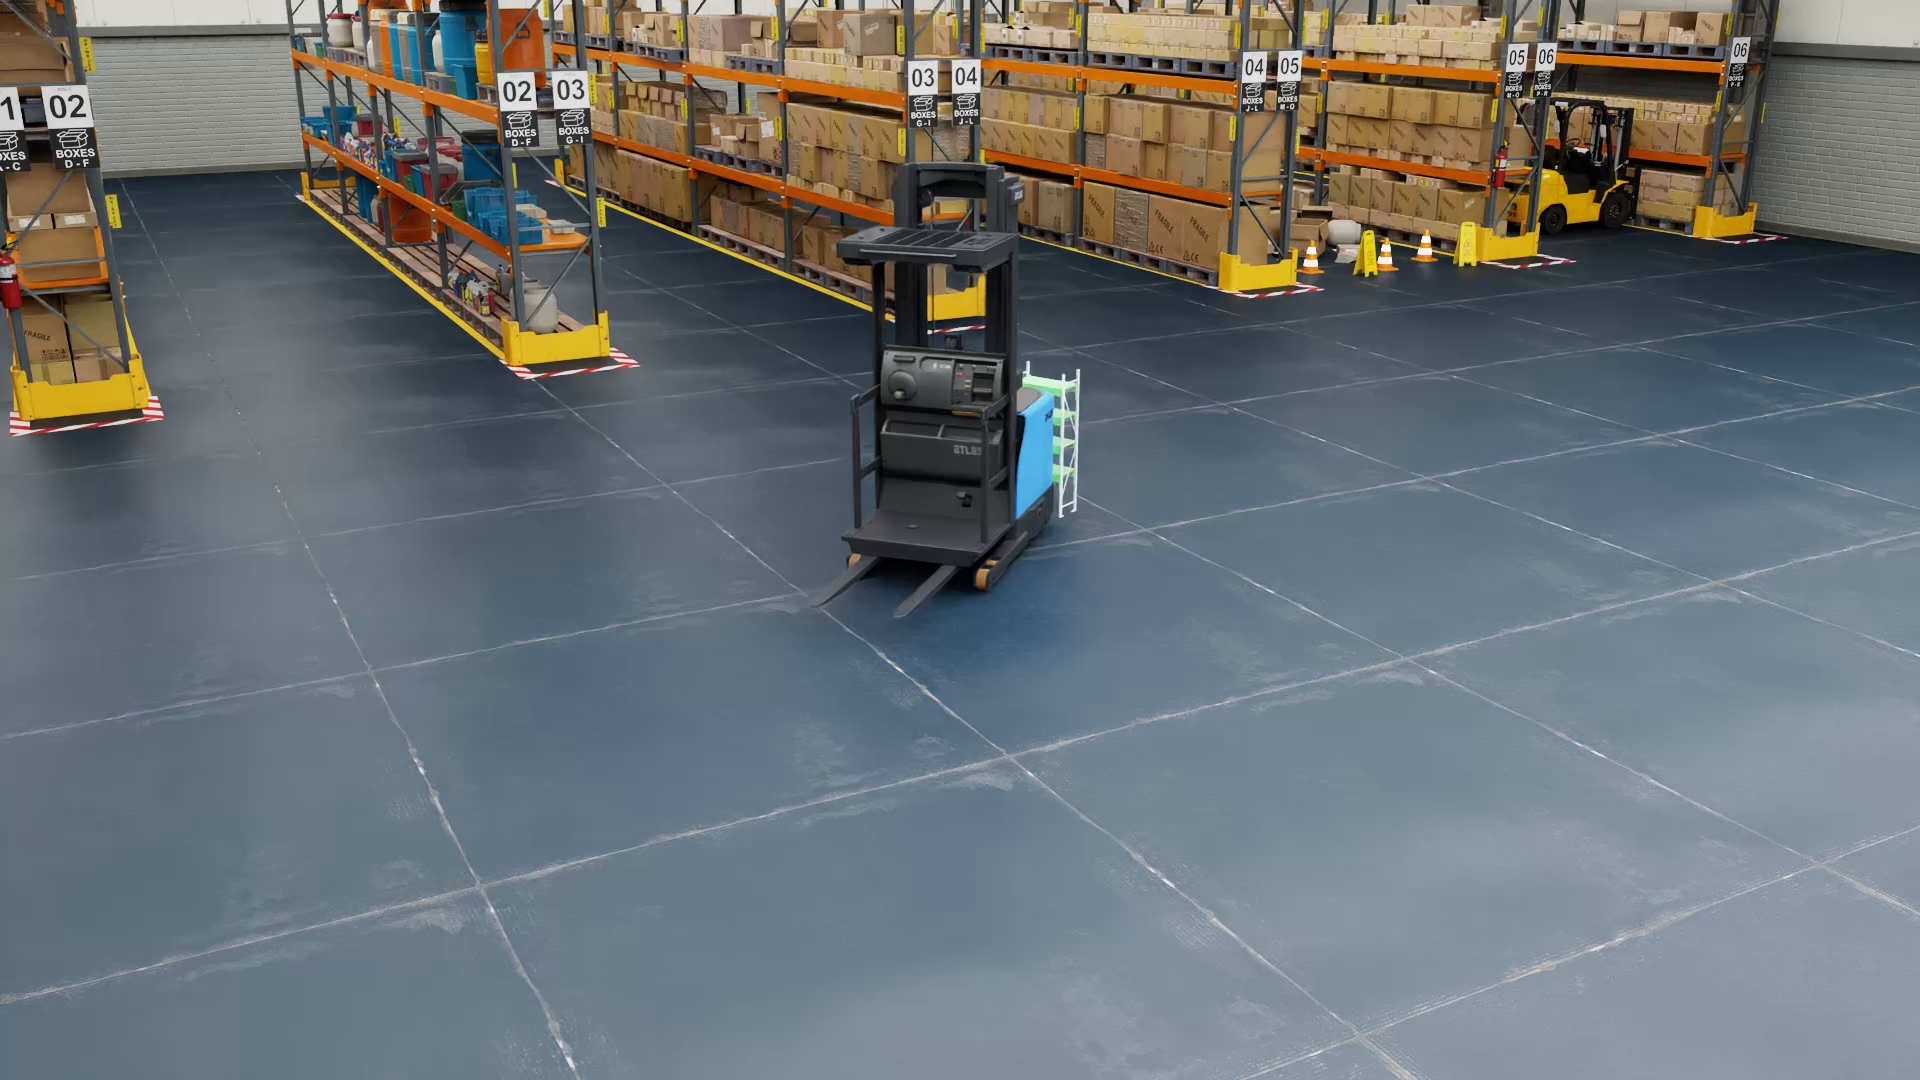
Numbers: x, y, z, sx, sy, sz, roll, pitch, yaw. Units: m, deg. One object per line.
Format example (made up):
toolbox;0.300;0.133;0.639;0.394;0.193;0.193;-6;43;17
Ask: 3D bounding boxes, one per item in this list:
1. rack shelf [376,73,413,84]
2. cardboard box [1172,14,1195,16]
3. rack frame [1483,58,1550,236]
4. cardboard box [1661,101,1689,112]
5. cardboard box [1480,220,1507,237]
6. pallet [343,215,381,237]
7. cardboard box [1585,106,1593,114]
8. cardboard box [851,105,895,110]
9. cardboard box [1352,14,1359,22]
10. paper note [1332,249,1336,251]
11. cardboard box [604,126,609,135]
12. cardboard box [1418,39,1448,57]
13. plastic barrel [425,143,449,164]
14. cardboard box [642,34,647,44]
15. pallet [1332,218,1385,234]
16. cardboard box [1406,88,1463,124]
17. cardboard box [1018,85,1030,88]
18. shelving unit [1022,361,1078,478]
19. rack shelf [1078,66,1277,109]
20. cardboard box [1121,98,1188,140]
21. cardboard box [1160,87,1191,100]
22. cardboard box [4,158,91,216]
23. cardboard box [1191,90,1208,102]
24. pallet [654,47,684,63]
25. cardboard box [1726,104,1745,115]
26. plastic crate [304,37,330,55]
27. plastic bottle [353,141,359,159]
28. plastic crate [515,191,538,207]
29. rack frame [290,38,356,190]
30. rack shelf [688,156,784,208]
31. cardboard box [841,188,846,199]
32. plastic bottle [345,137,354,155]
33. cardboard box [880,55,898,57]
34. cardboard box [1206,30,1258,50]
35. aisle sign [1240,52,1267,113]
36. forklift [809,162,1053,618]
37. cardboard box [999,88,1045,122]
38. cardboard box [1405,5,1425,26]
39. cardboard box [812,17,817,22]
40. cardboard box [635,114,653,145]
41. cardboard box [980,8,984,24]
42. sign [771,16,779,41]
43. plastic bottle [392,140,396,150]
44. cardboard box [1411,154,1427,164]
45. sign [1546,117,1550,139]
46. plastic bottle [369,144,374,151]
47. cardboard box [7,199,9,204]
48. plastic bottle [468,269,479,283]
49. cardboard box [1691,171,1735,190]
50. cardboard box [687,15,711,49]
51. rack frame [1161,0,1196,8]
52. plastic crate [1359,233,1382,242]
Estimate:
rack shelf;-7.424;-6.406;23.302;0.919;0.124;3.809;-10;21;-27
cardboard box;3.351;-7.672;24.533;0.380;0.149;0.250;-10;22;-27
rack frame;8.506;-5.815;25.386;1.000;3.000;0.127;-10;21;-27
cardboard box;12.172;-7.370;28.287;0.380;0.149;0.250;-10;21;-26
cardboard box;8.366;-4.989;26.561;0.500;0.250;0.500;-10;21;-27
pallet;-9.943;-5.412;28.492;1.003;0.211;1.213;-10;21;-27
cardboard box;11.341;-7.653;29.563;0.380;0.149;0.250;-10;22;-27
cardboard box;-1.184;-5.716;22.955;0.500;0.500;0.500;-10;21;-27
cardboard box;8.364;-10.851;34.543;0.380;0.149;0.250;-10;22;-28
paper note;6.034;-4.637;26.539;0.148;0.019;0.142;-3;19;-8
cardboard box;-6.470;-7.717;31.283;0.380;0.149;0.250;-10;21;-26
cardboard box;7.537;-7.701;26.026;0.500;0.250;0.500;-9;21;-25
plastic barrel;-7.697;-5.600;24.591;0.421;0.512;0.421;0;19;0
cardboard box;-5.339;-8.772;29.098;0.380;0.149;0.250;-11;22;-29
pallet;6.956;-5.458;28.626;1.003;0.211;1.213;-10;21;-27
cardboard box;7.505;-6.866;26.288;0.700;0.500;0.500;-10;22;-27
cardboard box;1.626;-9.843;36.904;0.500;0.500;0.500;-9;21;-25
shelving unit;0.689;-0.832;13.701;0.492;1.200;0.258;13;23;34
rack shelf;3.248;-6.672;24.372;1.077;0.370;4.000;-10;21;-27
cardboard box;2.942;-6.322;24.968;0.875;0.550;0.550;-10;21;-27
cardboard box;4.231;-8.740;32.175;0.500;0.500;0.500;-11;22;-28
cardboard box;-9.171;-3.559;16.704;0.700;0.500;0.500;-10;21;-26
cardboard box;4.717;-8.333;31.430;0.500;0.500;0.500;-11;22;-28
pallet;-4.367;-8.082;27.646;1.213;0.211;1.003;-9;21;-24
cardboard box;12.901;-7.209;27.822;0.380;0.149;0.250;-10;22;-28
plastic crate;-11.391;-8.784;29.573;0.437;0.282;0.530;-10;21;-27
plastic bottle;-9.838;-6.375;27.198;0.152;0.276;0.135;-10;21;-27
plastic crate;-5.709;-4.316;21.267;0.499;0.251;0.616;-10;21;-27
rack frame;-12.172;-8.106;32.025;1.000;3.000;0.127;-10;21;-27
rack shelf;-3.065;-5.663;26.046;1.077;0.370;4.000;-10;21;-27
cardboard box;-1.395;-4.708;22.563;0.380;0.149;0.250;-10;21;-27
plastic bottle;-10.215;-6.602;27.857;0.152;0.276;0.135;-10;21;-27
cardboard box;-1.017;-6.160;21.406;0.380;0.149;0.250;-10;21;-26
cardboard box;3.719;-6.850;22.764;0.500;0.250;0.500;-10;21;-26
aisle sign;3.967;-6.182;22.462;0.394;0.787;0.004;-10;21;-27
forklift;-0.206;-1.165;12.015;1.121;2.935;3.031;7;20;18
cardboard box;1.090;-7.414;28.332;0.700;0.500;0.500;-10;22;-27
cardboard box;9.203;-10.347;32.970;0.500;0.500;0.500;-10;21;-26
cardboard box;-2.701;-10.588;34.083;0.500;0.250;0.500;-11;22;-29
cardboard box;-5.439;-7.314;29.575;0.500;0.500;0.500;-11;22;-28
cardboard box;0.204;-9.450;29.994;0.396;0.266;0.258;-10;21;-27
sign;-2.602;-7.190;23.375;0.100;0.325;0.005;-10;21;-27
plastic bottle;-9.315;-6.455;27.436;0.097;0.271;0.097;0;19;0
cardboard box;7.471;-6.127;26.675;0.380;0.149;0.250;-10;22;-27
sign;8.983;-6.309;25.488;0.100;0.325;0.005;-10;21;-27
plastic bottle;-9.445;-6.208;26.703;0.061;0.283;0.133;-10;21;-27
cardboard box;-9.901;-3.553;17.681;0.380;0.149;0.250;-9;21;-25
plastic bottle;-6.329;-3.344;21.609;0.144;0.351;0.185;-10;21;-27
cardboard box;12.811;-6.124;28.319;0.500;0.250;0.500;-10;22;-27
cardboard box;-4.018;-8.104;26.499;0.500;0.500;0.500;-10;21;-26
rack frame;5.275;-14.014;39.949;1.000;3.000;0.127;-10;21;-27
plastic crate;6.630;-5.006;27.516;0.583;0.080;0.402;16;25;39
